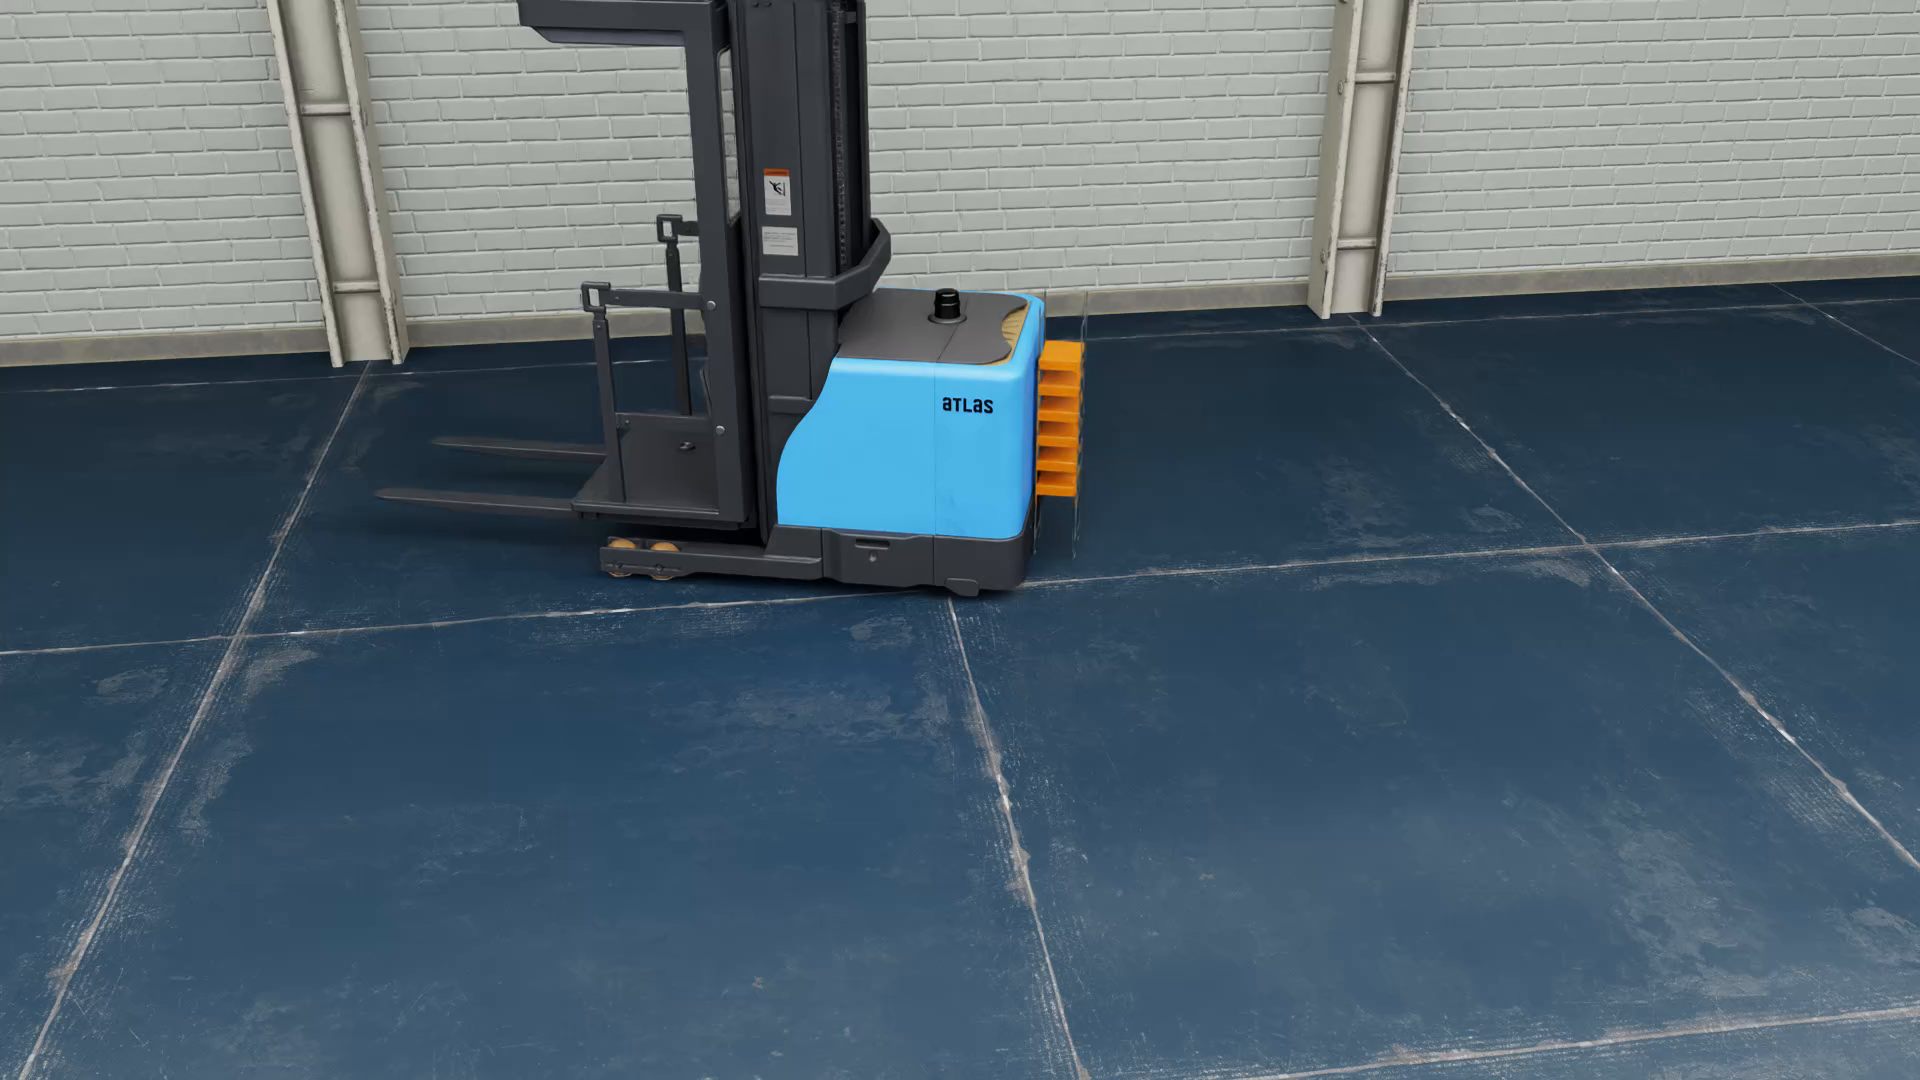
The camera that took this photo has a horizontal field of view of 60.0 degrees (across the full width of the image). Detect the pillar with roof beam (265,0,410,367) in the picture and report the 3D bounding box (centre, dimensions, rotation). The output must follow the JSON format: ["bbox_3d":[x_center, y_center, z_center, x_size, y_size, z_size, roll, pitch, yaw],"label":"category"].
[{"bbox_3d":[-2.894,-3.150,4.032,0.400,9.000,9.100,-4,27,-7],"label":"pillar with roof beam"}]

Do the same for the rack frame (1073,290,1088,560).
[{"bbox_3d":[0.537,-0.498,7.407,0.006,1.200,0.240,4,27,8],"label":"rack frame"}]

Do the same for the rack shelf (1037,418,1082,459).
[{"bbox_3d":[0.447,-0.465,7.439,0.180,0.103,0.258,4,27,8],"label":"rack shelf"}]

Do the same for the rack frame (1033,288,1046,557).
[{"bbox_3d":[0.356,-0.511,7.431,0.006,1.200,0.240,4,27,8],"label":"rack frame"}]

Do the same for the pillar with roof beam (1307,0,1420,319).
[{"bbox_3d":[3.048,-3.532,4.776,0.400,9.000,9.100,-4,27,-7],"label":"pillar with roof beam"}]

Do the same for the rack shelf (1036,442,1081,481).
[{"bbox_3d":[0.447,-0.358,7.494,0.180,0.103,0.258,4,27,8],"label":"rack shelf"}]

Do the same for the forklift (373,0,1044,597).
[{"bbox_3d":[-1.159,-1.357,7.184,3.031,2.935,1.130,4,27,8],"label":"forklift"}]

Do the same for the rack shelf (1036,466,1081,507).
[{"bbox_3d":[0.447,-0.252,7.549,0.180,0.103,0.258,4,27,8],"label":"rack shelf"}]

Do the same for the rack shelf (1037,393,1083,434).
[{"bbox_3d":[0.447,-0.572,7.385,0.180,0.103,0.258,4,27,8],"label":"rack shelf"}]

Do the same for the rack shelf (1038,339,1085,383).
[{"bbox_3d":[0.447,-0.785,7.275,0.180,0.103,0.258,4,27,8],"label":"rack shelf"}]

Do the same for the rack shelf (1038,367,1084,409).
[{"bbox_3d":[0.447,-0.679,7.330,0.180,0.103,0.258,4,27,8],"label":"rack shelf"}]

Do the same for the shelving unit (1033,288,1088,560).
[{"bbox_3d":[0.447,-0.505,7.419,0.189,1.200,0.258,4,27,8],"label":"shelving unit"}]
